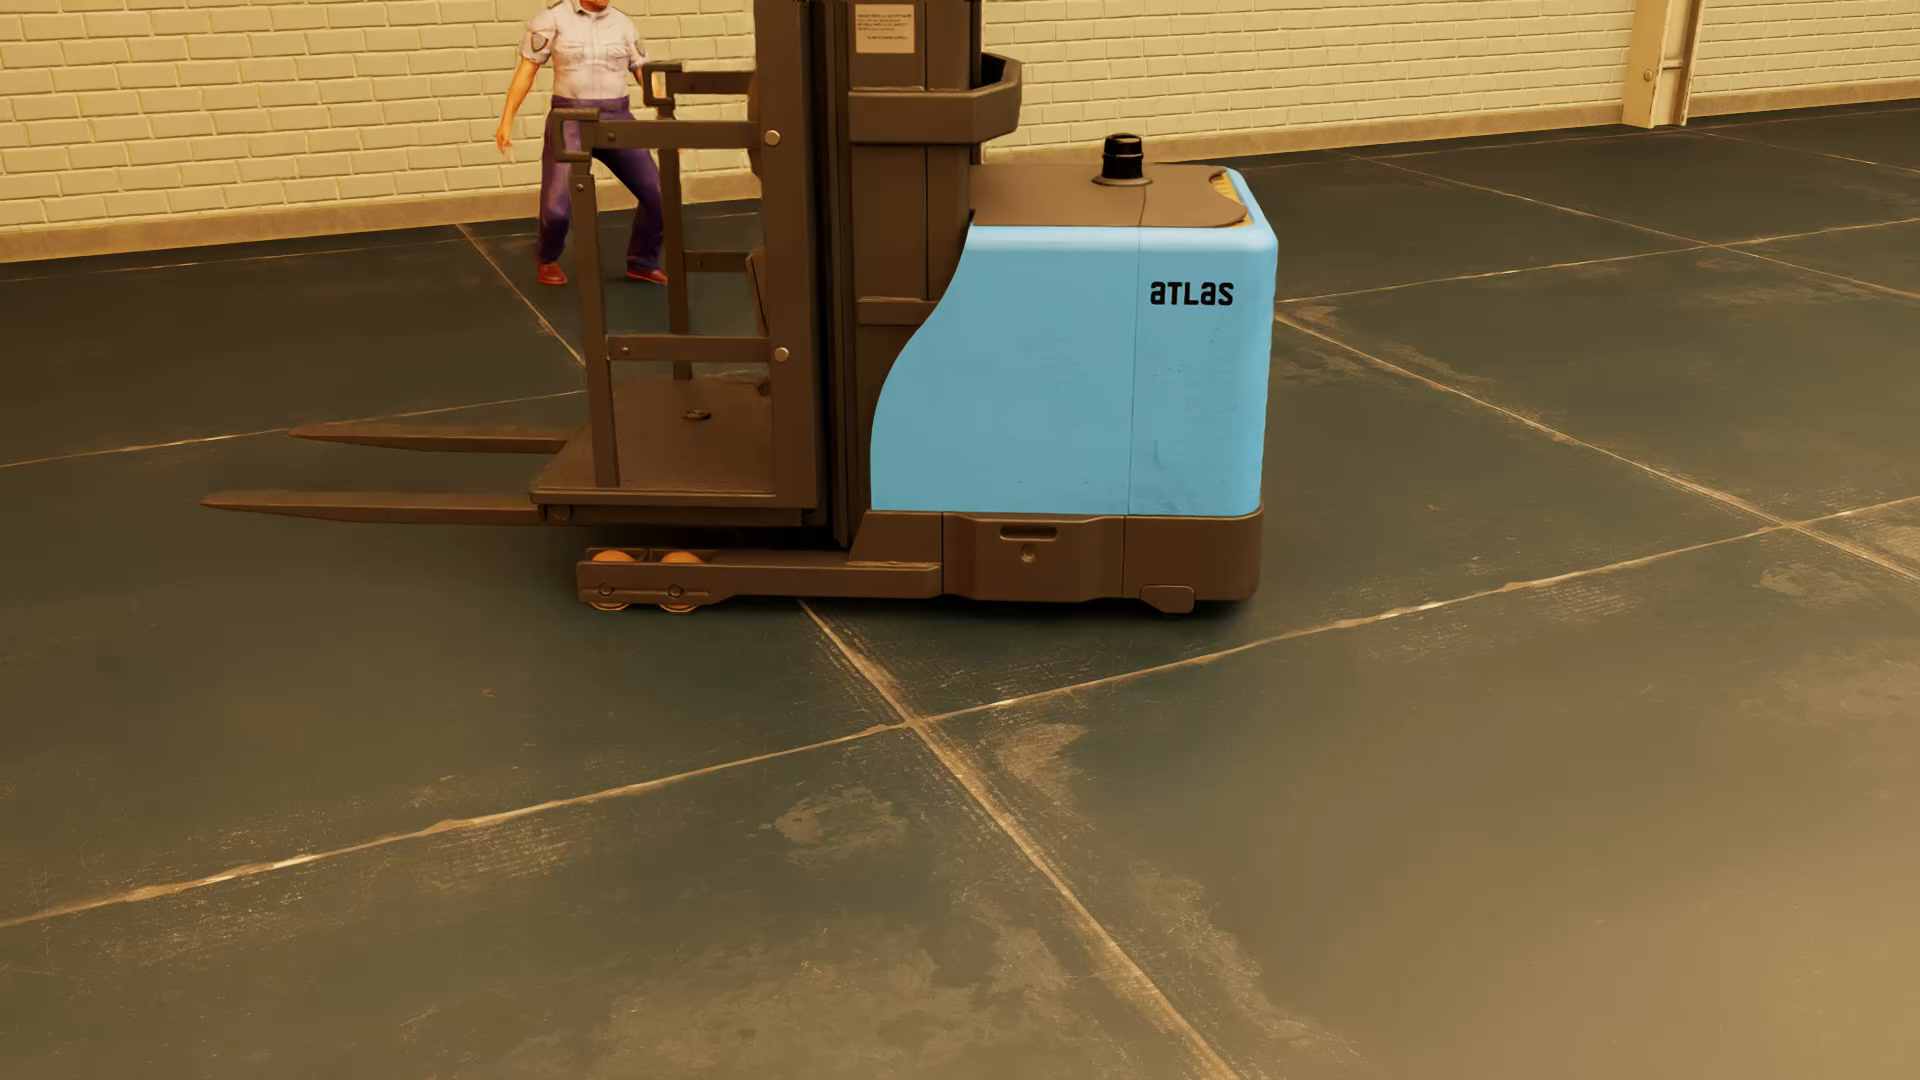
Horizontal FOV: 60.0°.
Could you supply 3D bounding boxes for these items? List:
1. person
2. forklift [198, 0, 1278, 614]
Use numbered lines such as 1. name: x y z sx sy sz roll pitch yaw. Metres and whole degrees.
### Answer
1. person: -1.702 -1.898 7.667 0.839 1.566 0.501 -10 25 -23
2. forklift: -0.666 -1.351 4.539 3.031 2.935 1.130 1 23 3
